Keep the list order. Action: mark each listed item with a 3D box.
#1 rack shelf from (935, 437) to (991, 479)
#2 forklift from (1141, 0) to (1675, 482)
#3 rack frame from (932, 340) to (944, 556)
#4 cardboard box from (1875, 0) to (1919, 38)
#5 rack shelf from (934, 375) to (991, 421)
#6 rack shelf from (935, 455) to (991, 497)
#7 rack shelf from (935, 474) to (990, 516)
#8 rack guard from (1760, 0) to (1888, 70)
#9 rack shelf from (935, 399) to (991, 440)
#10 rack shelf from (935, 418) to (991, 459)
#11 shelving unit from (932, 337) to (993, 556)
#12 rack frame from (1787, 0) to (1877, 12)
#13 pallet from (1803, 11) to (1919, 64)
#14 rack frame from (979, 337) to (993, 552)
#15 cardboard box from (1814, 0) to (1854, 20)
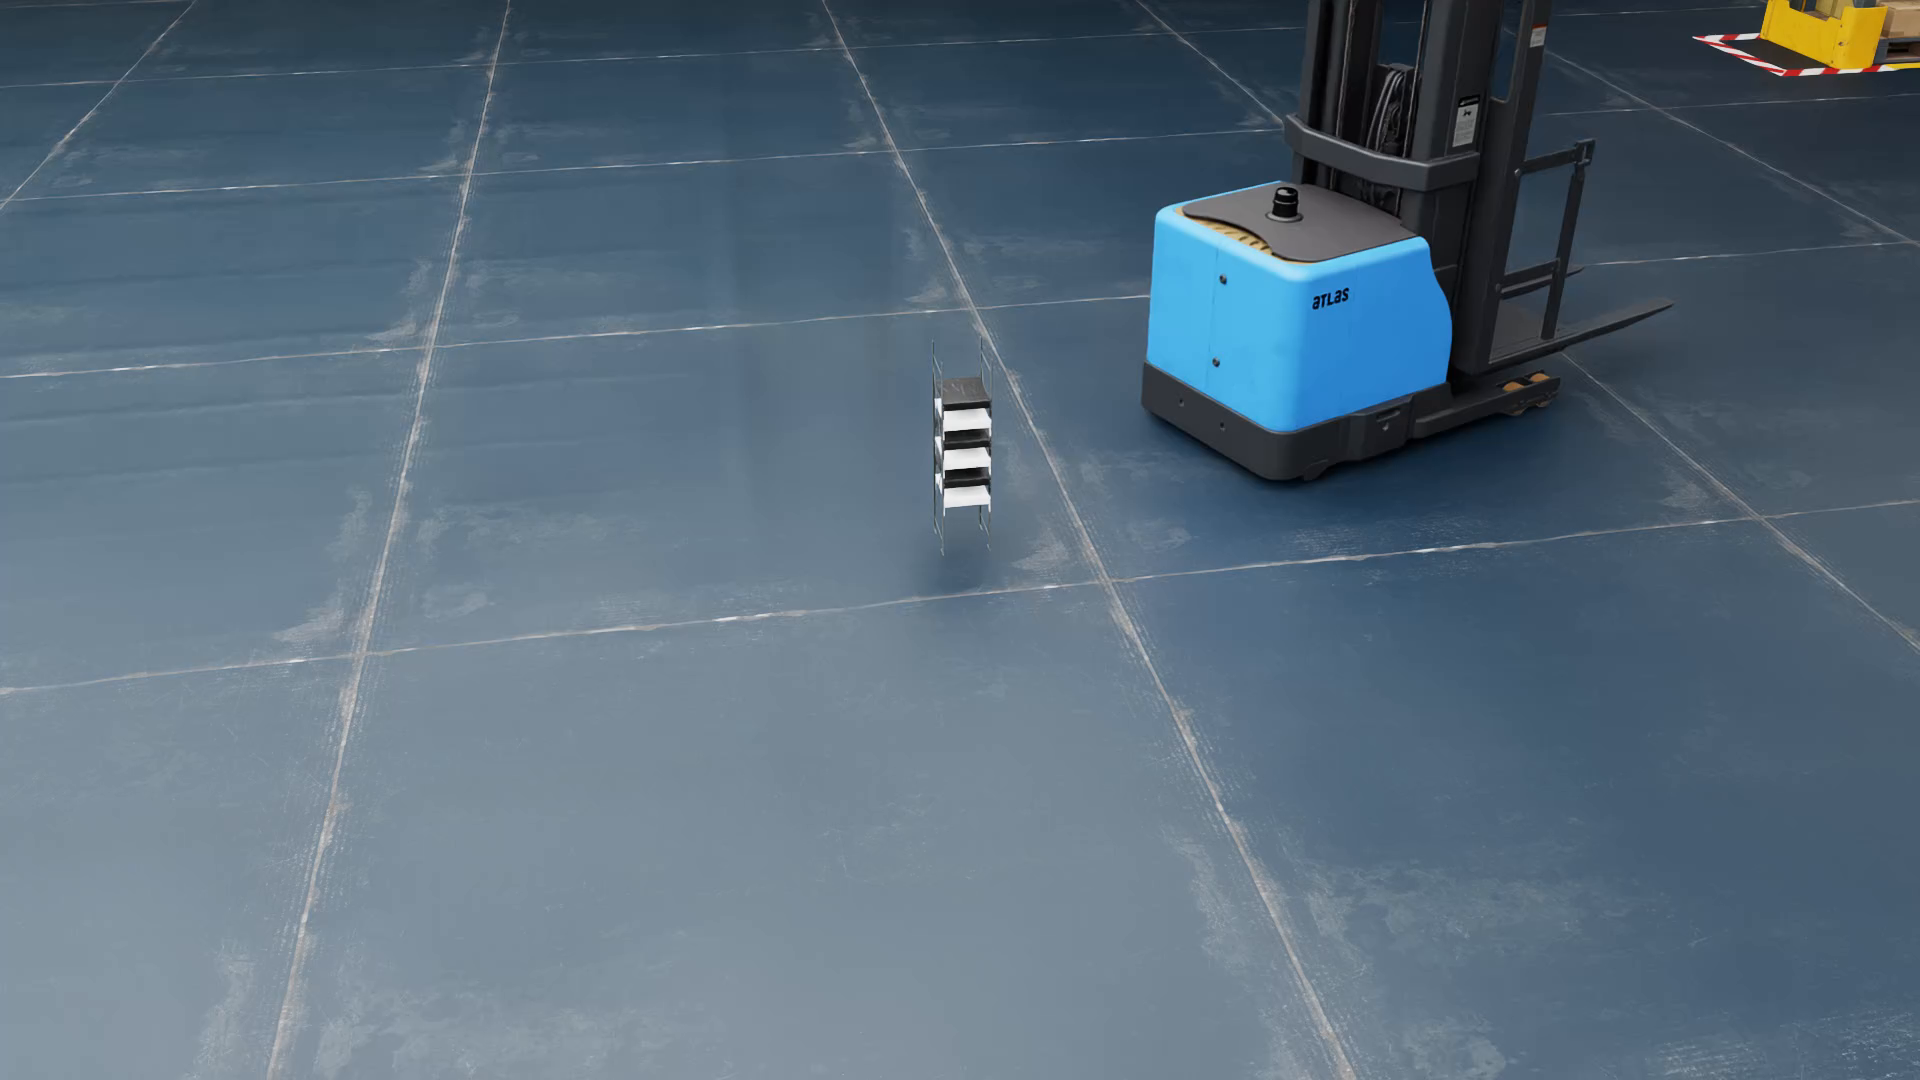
[{"bbox_3d":[0.008,-0.360,7.040,0.200,0.077,0.258,-5,31,-9],"label":"rack shelf"},{"bbox_3d":[2.417,-2.088,7.909,3.031,2.935,1.130,-18,35,-28],"label":"forklift"},{"bbox_3d":[-0.092,-0.379,7.007,0.006,0.900,0.240,-5,31,-9],"label":"rack frame"},{"bbox_3d":[8.031,-4.485,14.217,0.500,0.250,0.500,-5,31,-9],"label":"cardboard box"},{"bbox_3d":[0.008,-0.593,6.903,0.200,0.077,0.258,-5,31,-9],"label":"rack shelf"},{"bbox_3d":[0.008,-0.282,7.086,0.200,0.077,0.258,-5,31,-9],"label":"rack shelf"},{"bbox_3d":[0.008,-0.205,7.131,0.200,0.077,0.258,-5,31,-9],"label":"rack shelf"},{"bbox_3d":[7.440,-4.472,14.362,0.348,0.500,1.175,-5,31,-9],"label":"rack guard"},{"bbox_3d":[0.008,-0.515,6.949,0.200,0.077,0.258,-5,31,-9],"label":"rack shelf"},{"bbox_3d":[0.008,-0.437,6.994,0.200,0.077,0.258,-5,31,-9],"label":"rack shelf"},{"bbox_3d":[0.008,-0.389,7.023,0.210,0.900,0.258,-5,31,-9],"label":"shelving unit"},{"bbox_3d":[7.463,-5.551,13.732,0.127,3.000,1.000,-5,31,-9],"label":"rack frame"},{"bbox_3d":[8.208,-4.440,14.593,1.213,0.211,1.003,-5,31,-9],"label":"pallet"},{"bbox_3d":[0.108,-0.398,7.039,0.006,0.900,0.240,-5,31,-9],"label":"rack frame"},{"bbox_3d":[7.938,-4.743,14.656,0.500,0.250,0.500,-5,31,-9],"label":"cardboard box"}]
